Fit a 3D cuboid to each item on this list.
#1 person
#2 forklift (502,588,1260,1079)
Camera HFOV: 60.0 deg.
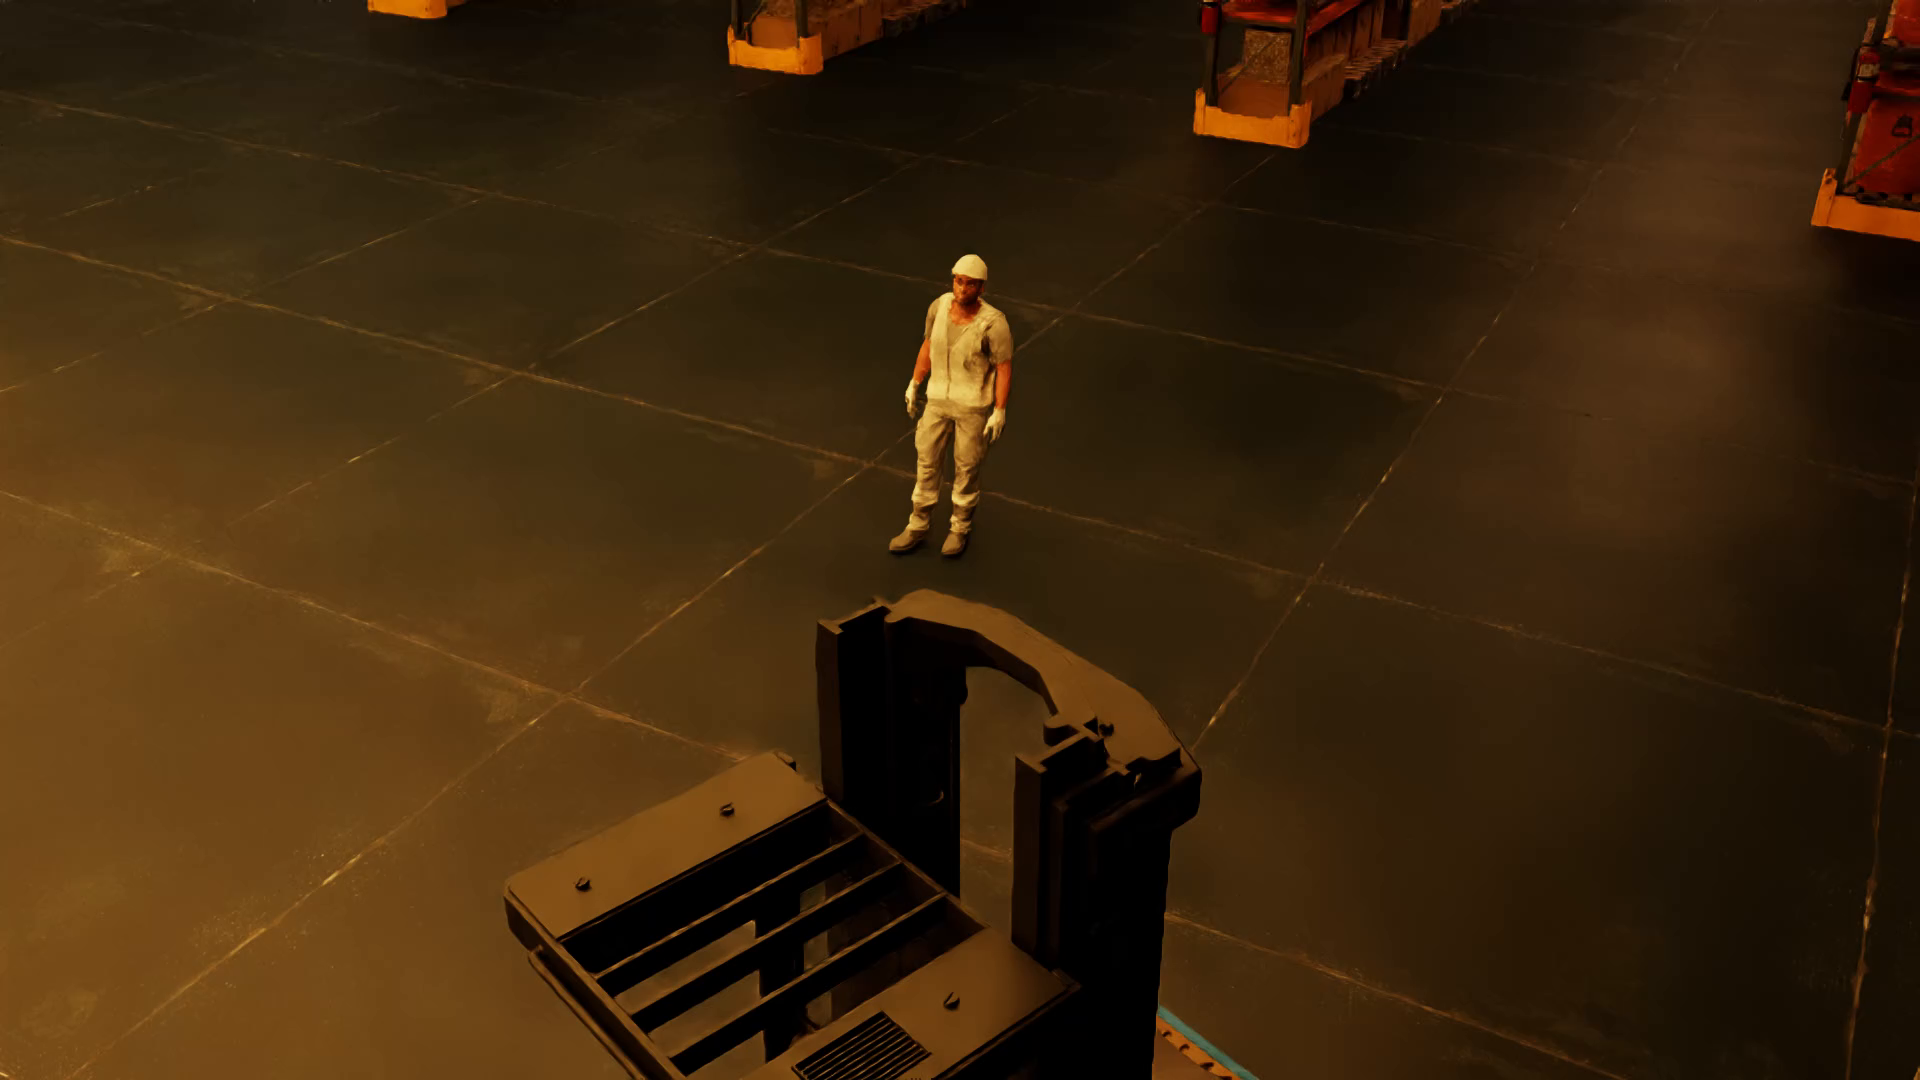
[{"bbox_3d":[-0.049,-0.748,9.496,0.637,1.787,0.563,15,33,25],"label":"person"},{"bbox_3d":[-0.332,1.705,4.116,3.031,2.935,1.130,-24,37,-35],"label":"forklift"}]
